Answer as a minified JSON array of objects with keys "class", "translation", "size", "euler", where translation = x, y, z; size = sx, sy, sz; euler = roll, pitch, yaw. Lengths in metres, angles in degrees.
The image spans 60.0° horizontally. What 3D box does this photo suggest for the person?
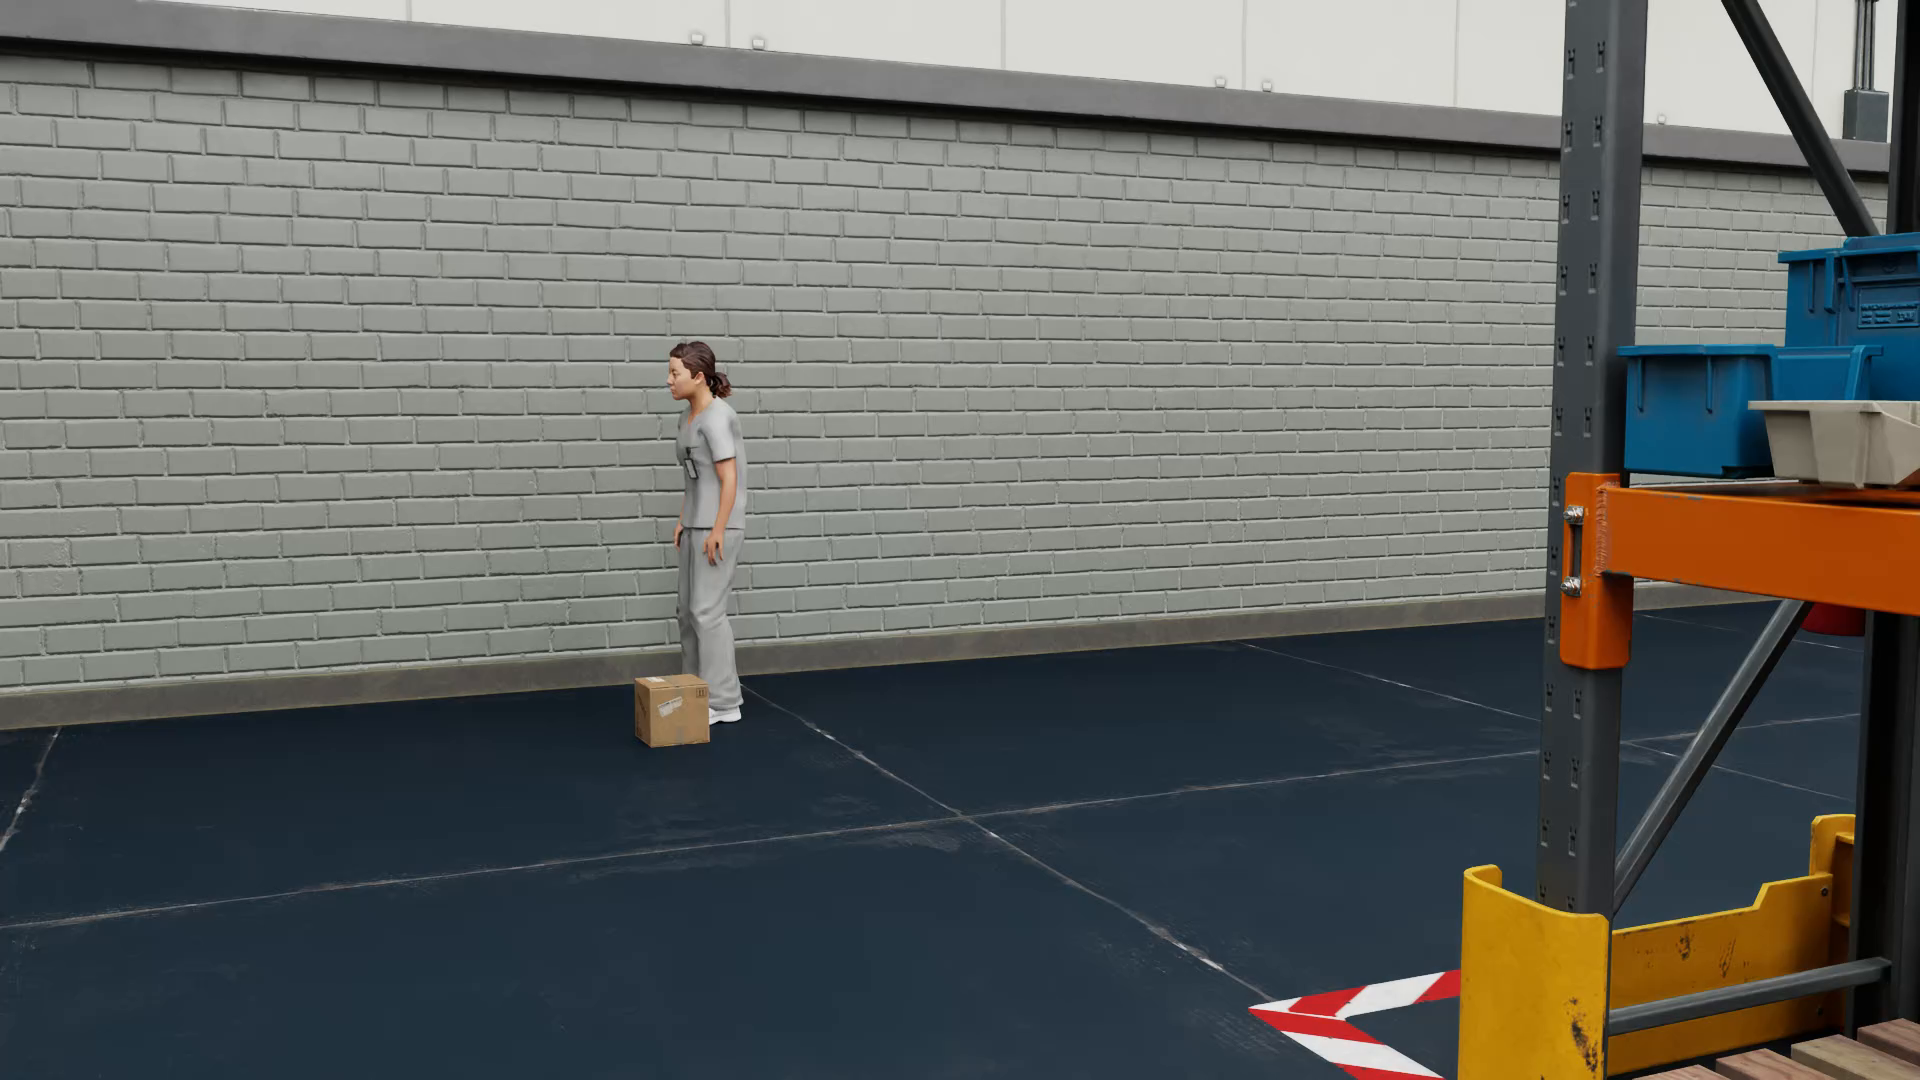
[{"class":"person","translation":[-1.127,-0.034,7.324],"size":[0.353,1.672,0.515],"euler":[-3,6,-27]}]
